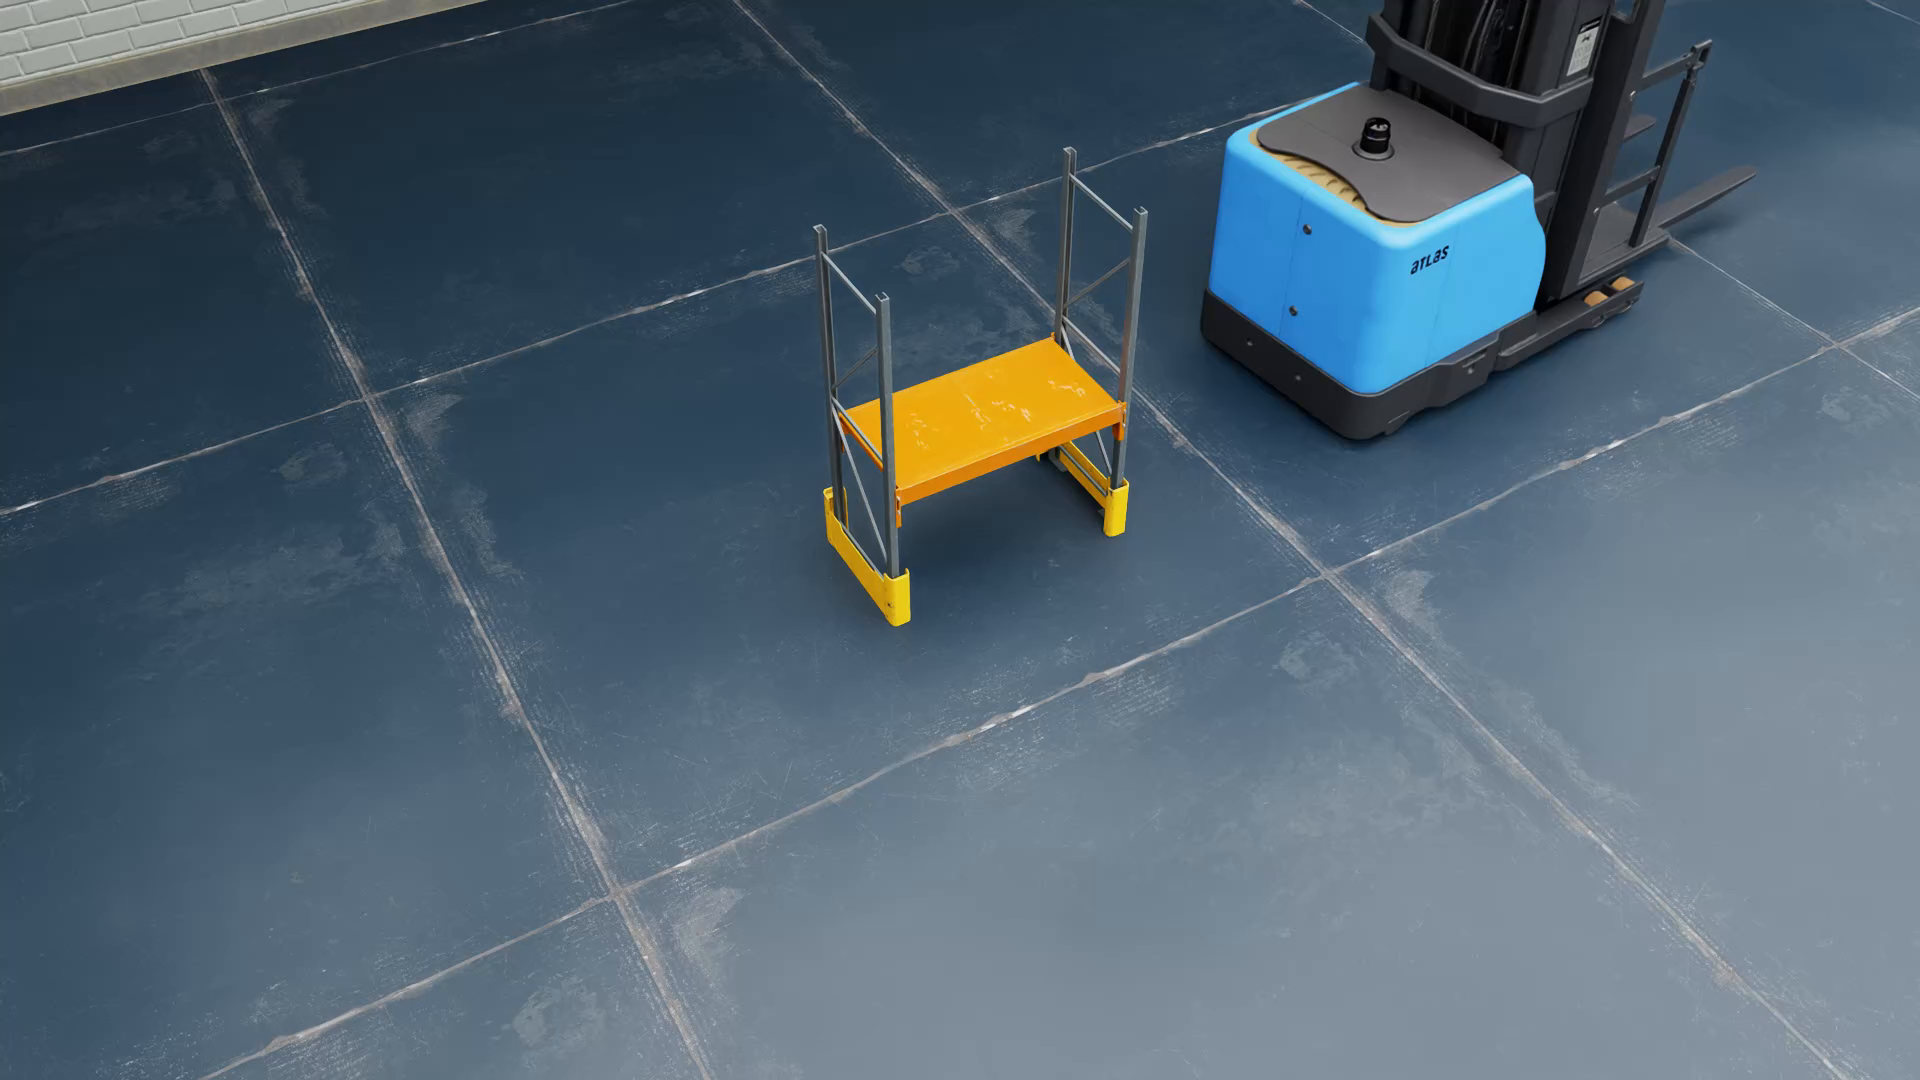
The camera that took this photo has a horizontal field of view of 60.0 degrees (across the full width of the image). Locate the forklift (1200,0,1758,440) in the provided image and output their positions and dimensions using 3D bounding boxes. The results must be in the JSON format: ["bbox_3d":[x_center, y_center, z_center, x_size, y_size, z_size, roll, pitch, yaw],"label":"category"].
[{"bbox_3d":[2.592,-2.316,7.032,3.031,2.935,1.130,-27,50,-25],"label":"forklift"}]

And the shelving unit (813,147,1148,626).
[{"bbox_3d":[0.066,-0.565,6.255,1.083,1.500,0.587,-22,48,-21],"label":"shelving unit"}]

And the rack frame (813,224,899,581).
[{"bbox_3d":[-0.367,-0.391,6.076,0.032,1.500,0.500,-22,48,-21],"label":"rack frame"}]

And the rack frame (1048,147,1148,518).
[{"bbox_3d":[0.515,-0.744,6.440,0.032,1.500,0.500,-22,48,-21],"label":"rack frame"}]

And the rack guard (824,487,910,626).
[{"bbox_3d":[-0.366,0.057,6.512,0.087,0.250,0.587,-22,48,-21],"label":"rack guard"}]

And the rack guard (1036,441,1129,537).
[{"bbox_3d":[0.498,-0.289,6.868,0.087,0.250,0.587,-22,48,-21],"label":"rack guard"}]

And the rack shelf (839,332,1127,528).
[{"bbox_3d":[0.074,-0.439,6.383,1.000,0.185,0.538,-22,48,-21],"label":"rack shelf"}]
